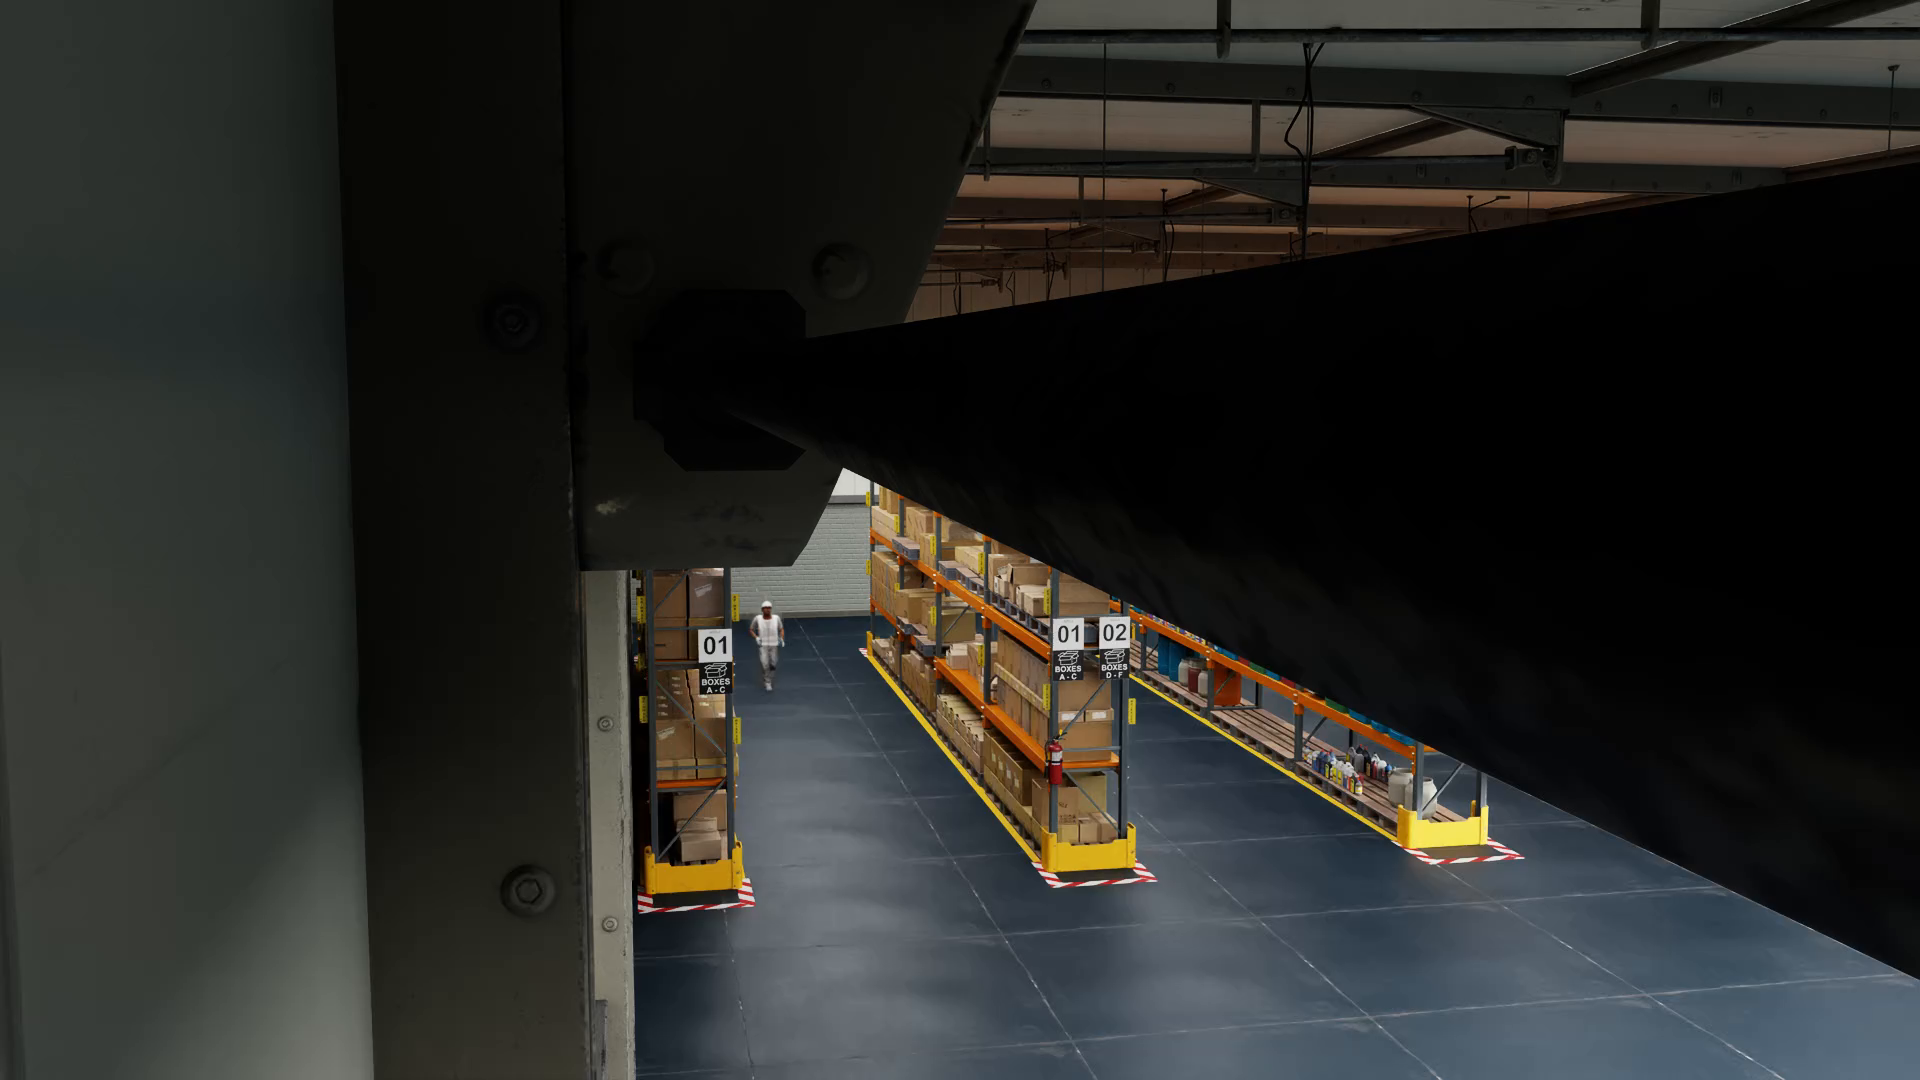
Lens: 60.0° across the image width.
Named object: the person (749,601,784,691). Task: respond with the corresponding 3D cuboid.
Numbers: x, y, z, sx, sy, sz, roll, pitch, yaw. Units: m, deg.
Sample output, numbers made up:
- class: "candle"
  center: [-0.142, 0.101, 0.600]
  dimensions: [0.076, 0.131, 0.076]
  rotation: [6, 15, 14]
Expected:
- class: "person"
  center: [-3.794, 2.065, 32.683]
  dimensions: [0.683, 1.739, 0.616]
  rotation: [-1, 6, -13]
